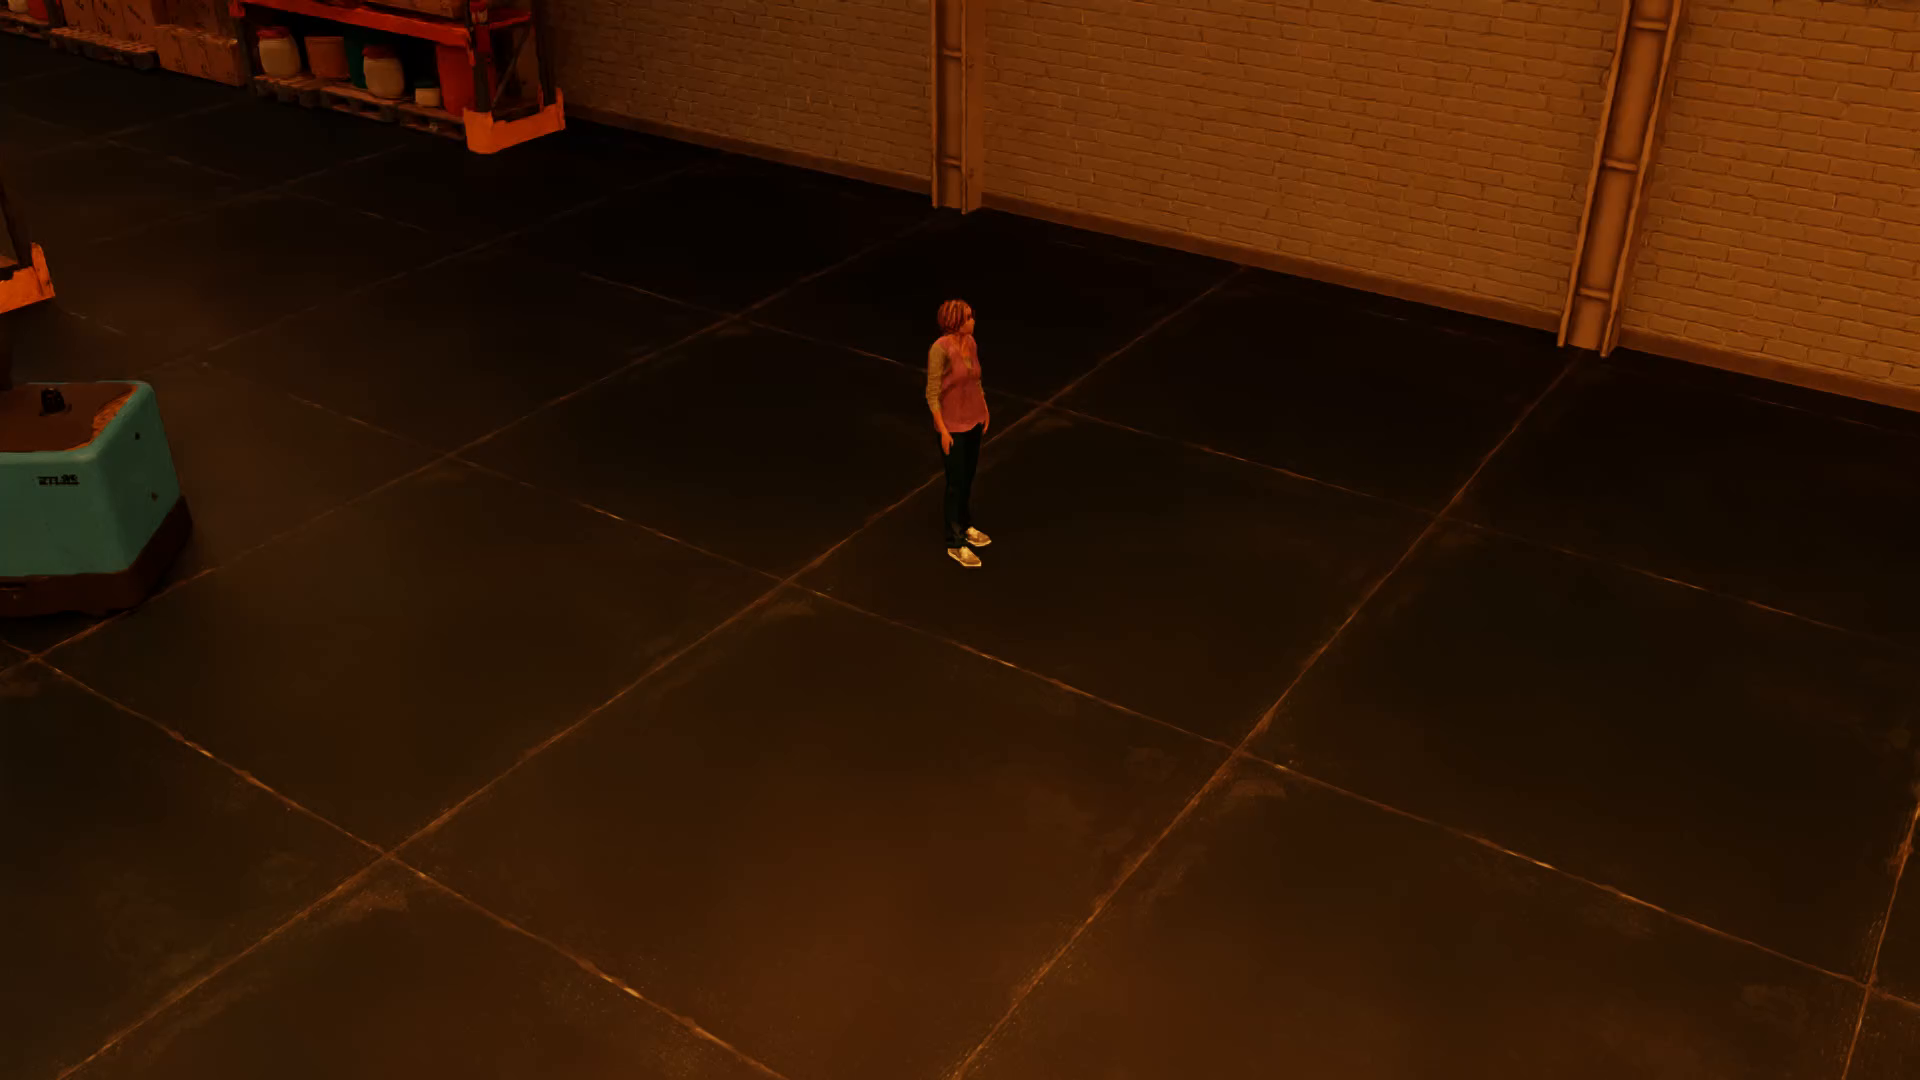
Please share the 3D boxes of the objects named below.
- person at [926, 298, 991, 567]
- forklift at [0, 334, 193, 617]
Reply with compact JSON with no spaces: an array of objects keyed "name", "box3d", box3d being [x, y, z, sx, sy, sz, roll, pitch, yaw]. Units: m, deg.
[{"name":"person","box3d":[0.054,-0.670,10.050,0.474,1.597,0.520,19,35,29]},{"name":"forklift","box3d":[-6.326,-1.019,9.335,3.031,2.935,1.130,-2,30,-3]}]
